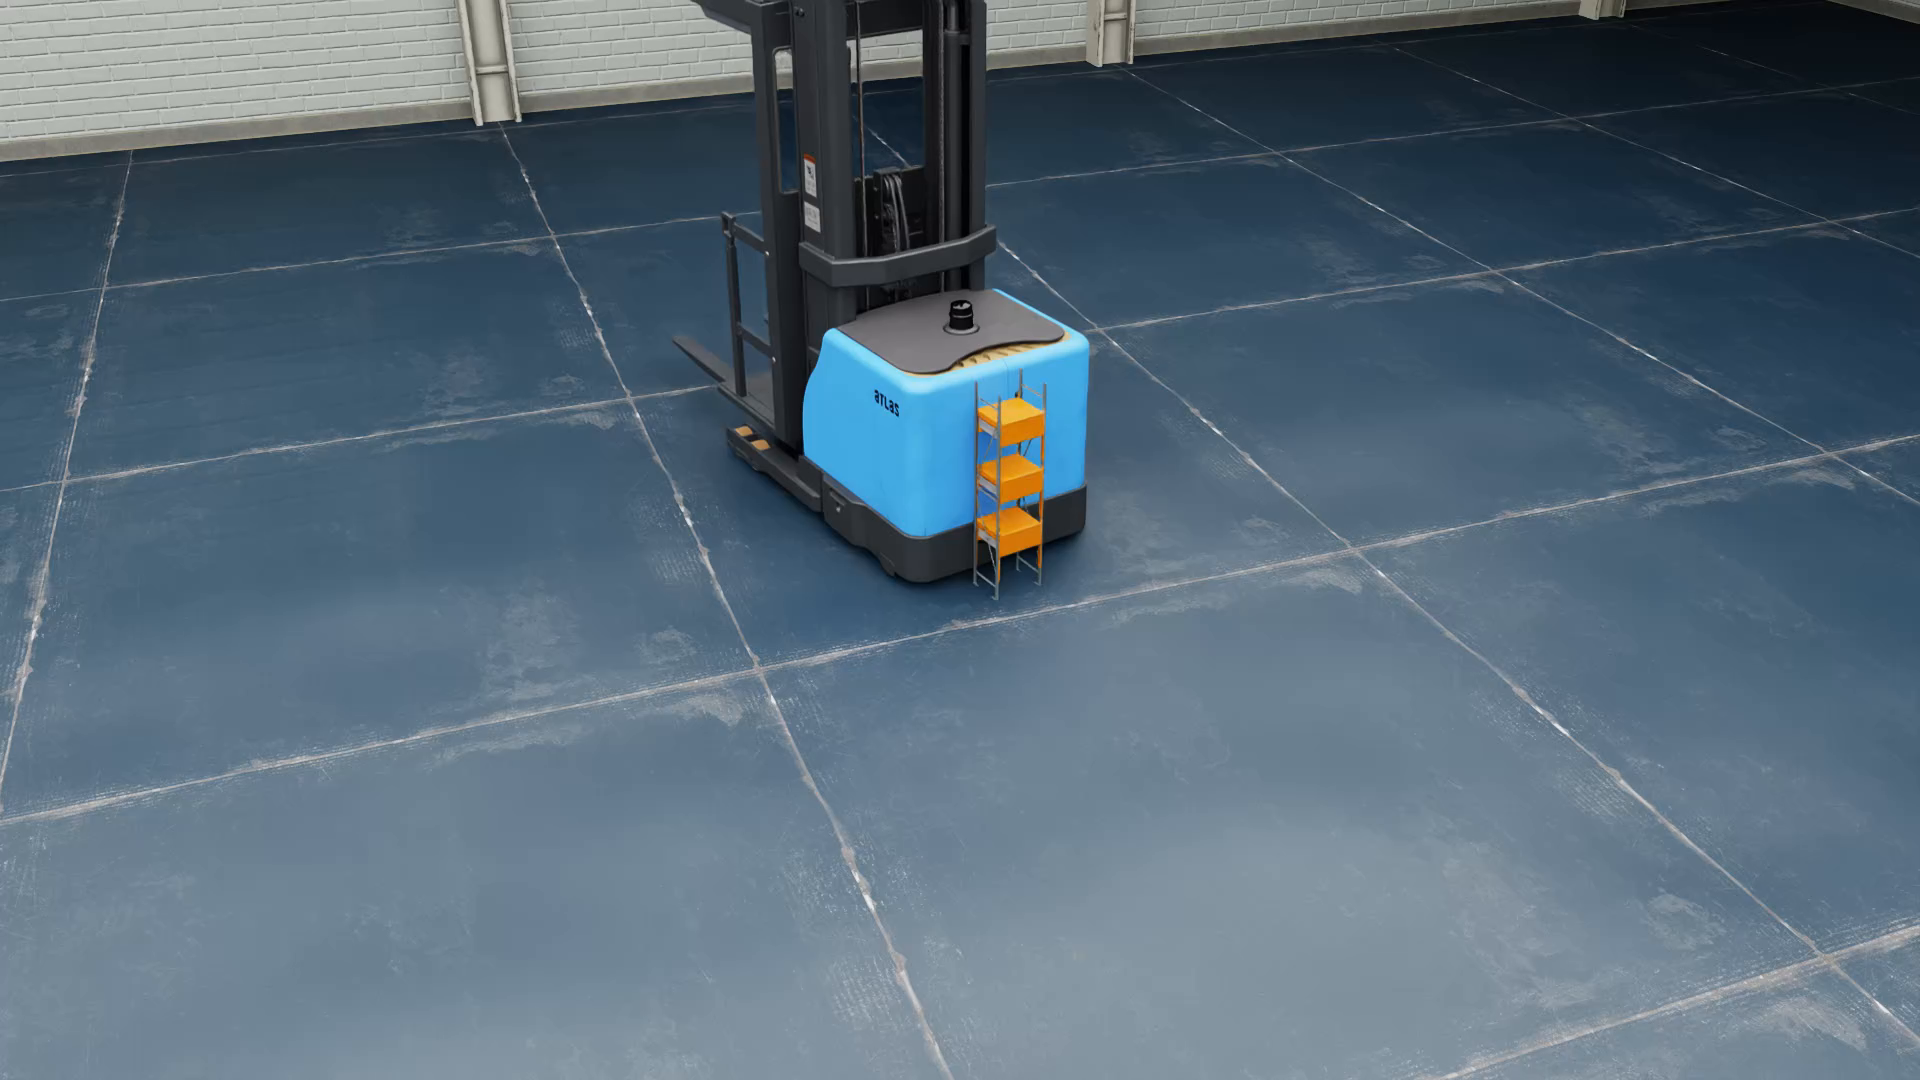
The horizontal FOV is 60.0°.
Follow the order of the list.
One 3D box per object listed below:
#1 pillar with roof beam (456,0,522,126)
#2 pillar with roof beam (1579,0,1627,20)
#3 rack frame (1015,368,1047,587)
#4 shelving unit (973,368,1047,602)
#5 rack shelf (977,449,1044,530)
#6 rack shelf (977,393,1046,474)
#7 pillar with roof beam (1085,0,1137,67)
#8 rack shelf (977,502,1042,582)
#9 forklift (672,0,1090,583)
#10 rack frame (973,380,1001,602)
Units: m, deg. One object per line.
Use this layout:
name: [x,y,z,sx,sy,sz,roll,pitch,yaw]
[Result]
pillar with roof beam: [-2.629,-5.672,9.115,0.400,9.000,9.100,-10,31,-18]
pillar with roof beam: [8.618,-7.743,12.750,0.400,9.000,9.100,-10,31,-18]
rack frame: [0.325,-0.276,7.674,0.008,1.050,0.200,-18,34,-29]
shelving unit: [0.223,-0.243,7.615,0.252,1.050,0.215,-18,34,-29]
rack shelf: [0.223,-0.233,7.621,0.240,0.259,0.215,-18,34,-29]
rack shelf: [0.223,-0.480,7.480,0.240,0.259,0.215,-18,34,-29]
pillar with roof beam: [2.994,-6.707,10.933,0.400,9.000,9.100,-10,31,-18]
rack shelf: [0.223,0.008,7.758,0.240,0.259,0.215,-18,34,-29]
forklift: [-0.609,-1.760,8.378,1.130,2.935,3.031,-18,34,-29]
rack frame: [0.122,-0.209,7.557,0.008,1.050,0.200,-18,34,-29]
